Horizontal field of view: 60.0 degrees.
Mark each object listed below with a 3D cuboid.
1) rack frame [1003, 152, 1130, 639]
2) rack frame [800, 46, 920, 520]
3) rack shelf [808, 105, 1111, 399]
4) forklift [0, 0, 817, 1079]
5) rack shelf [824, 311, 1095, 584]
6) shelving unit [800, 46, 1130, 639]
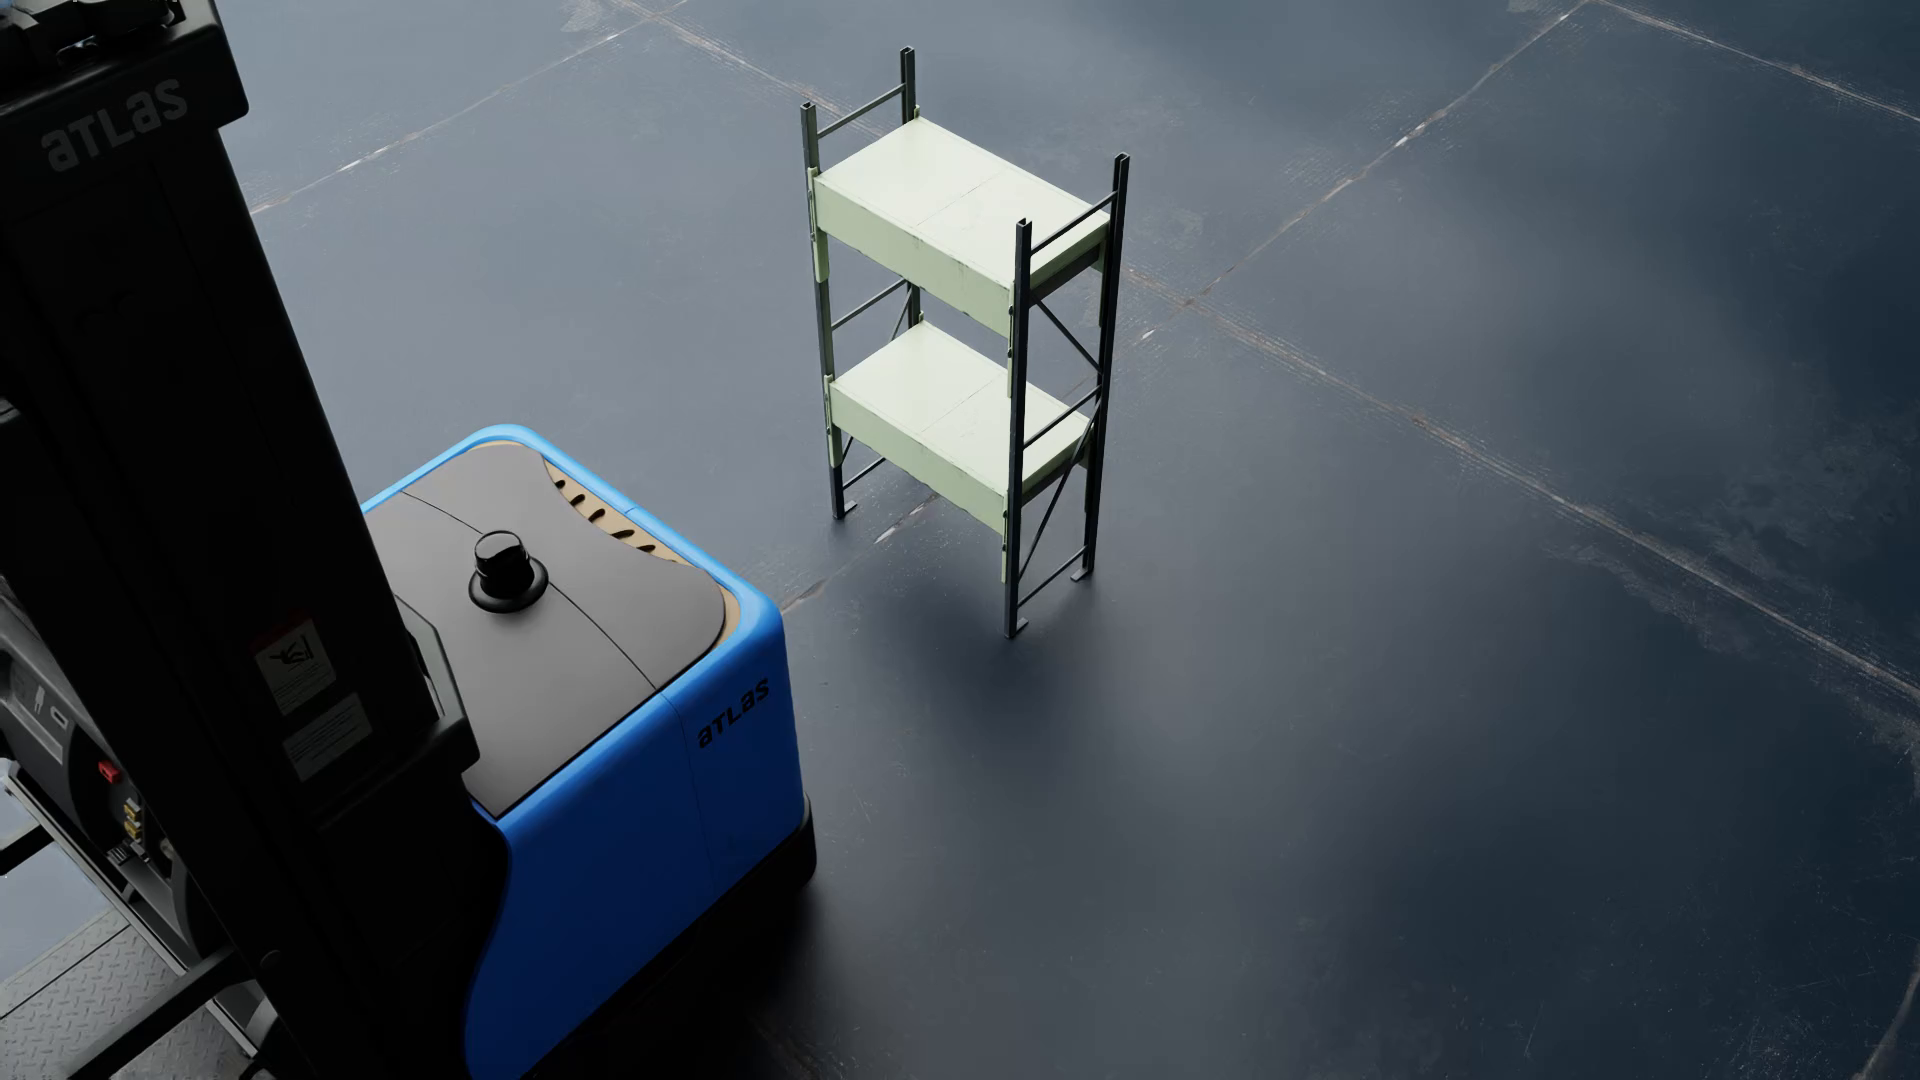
[{"bbox_3d":[0.274,-0.329,4.530,0.023,1.500,0.400,34,55,28],"label":"rack frame"},{"bbox_3d":[-0.264,-0.691,4.870,0.023,1.500,0.400,34,55,28],"label":"rack frame"},{"bbox_3d":[0.005,-0.777,4.416,0.720,0.370,0.431,34,55,28],"label":"rack shelf"},{"bbox_3d":[-1.723,0.462,2.806,1.130,2.935,3.031,33,55,27],"label":"forklift"},{"bbox_3d":[0.005,-0.287,4.938,0.720,0.370,0.431,34,55,28],"label":"rack shelf"},{"bbox_3d":[0.005,-0.510,4.700,0.755,1.500,0.431,34,55,28],"label":"shelving unit"}]
